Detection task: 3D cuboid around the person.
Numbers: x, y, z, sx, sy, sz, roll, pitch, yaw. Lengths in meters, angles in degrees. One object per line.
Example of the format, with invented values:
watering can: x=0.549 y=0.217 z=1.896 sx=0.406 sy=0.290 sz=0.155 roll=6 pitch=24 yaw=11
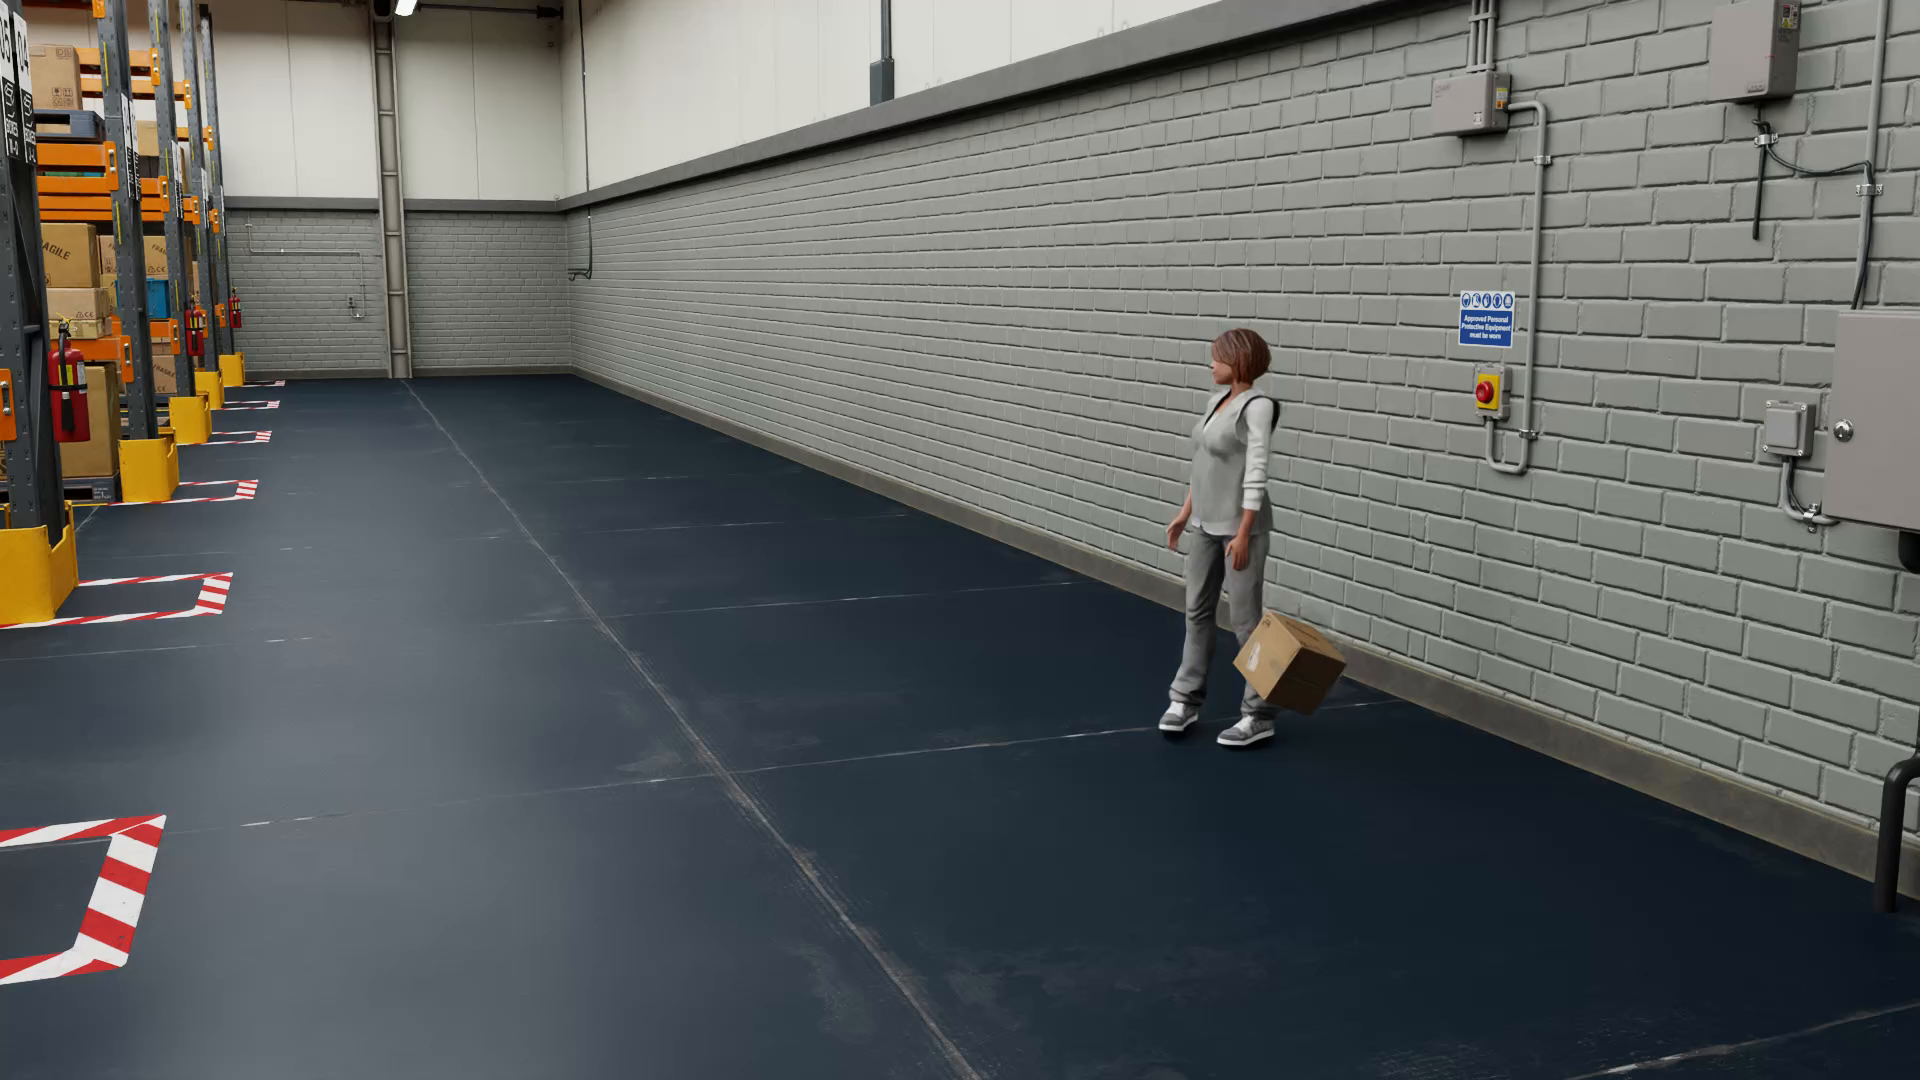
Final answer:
person: x=1.010 y=-0.013 z=6.460 sx=0.435 sy=1.591 sz=0.427 roll=-3 pitch=10 yaw=-19
